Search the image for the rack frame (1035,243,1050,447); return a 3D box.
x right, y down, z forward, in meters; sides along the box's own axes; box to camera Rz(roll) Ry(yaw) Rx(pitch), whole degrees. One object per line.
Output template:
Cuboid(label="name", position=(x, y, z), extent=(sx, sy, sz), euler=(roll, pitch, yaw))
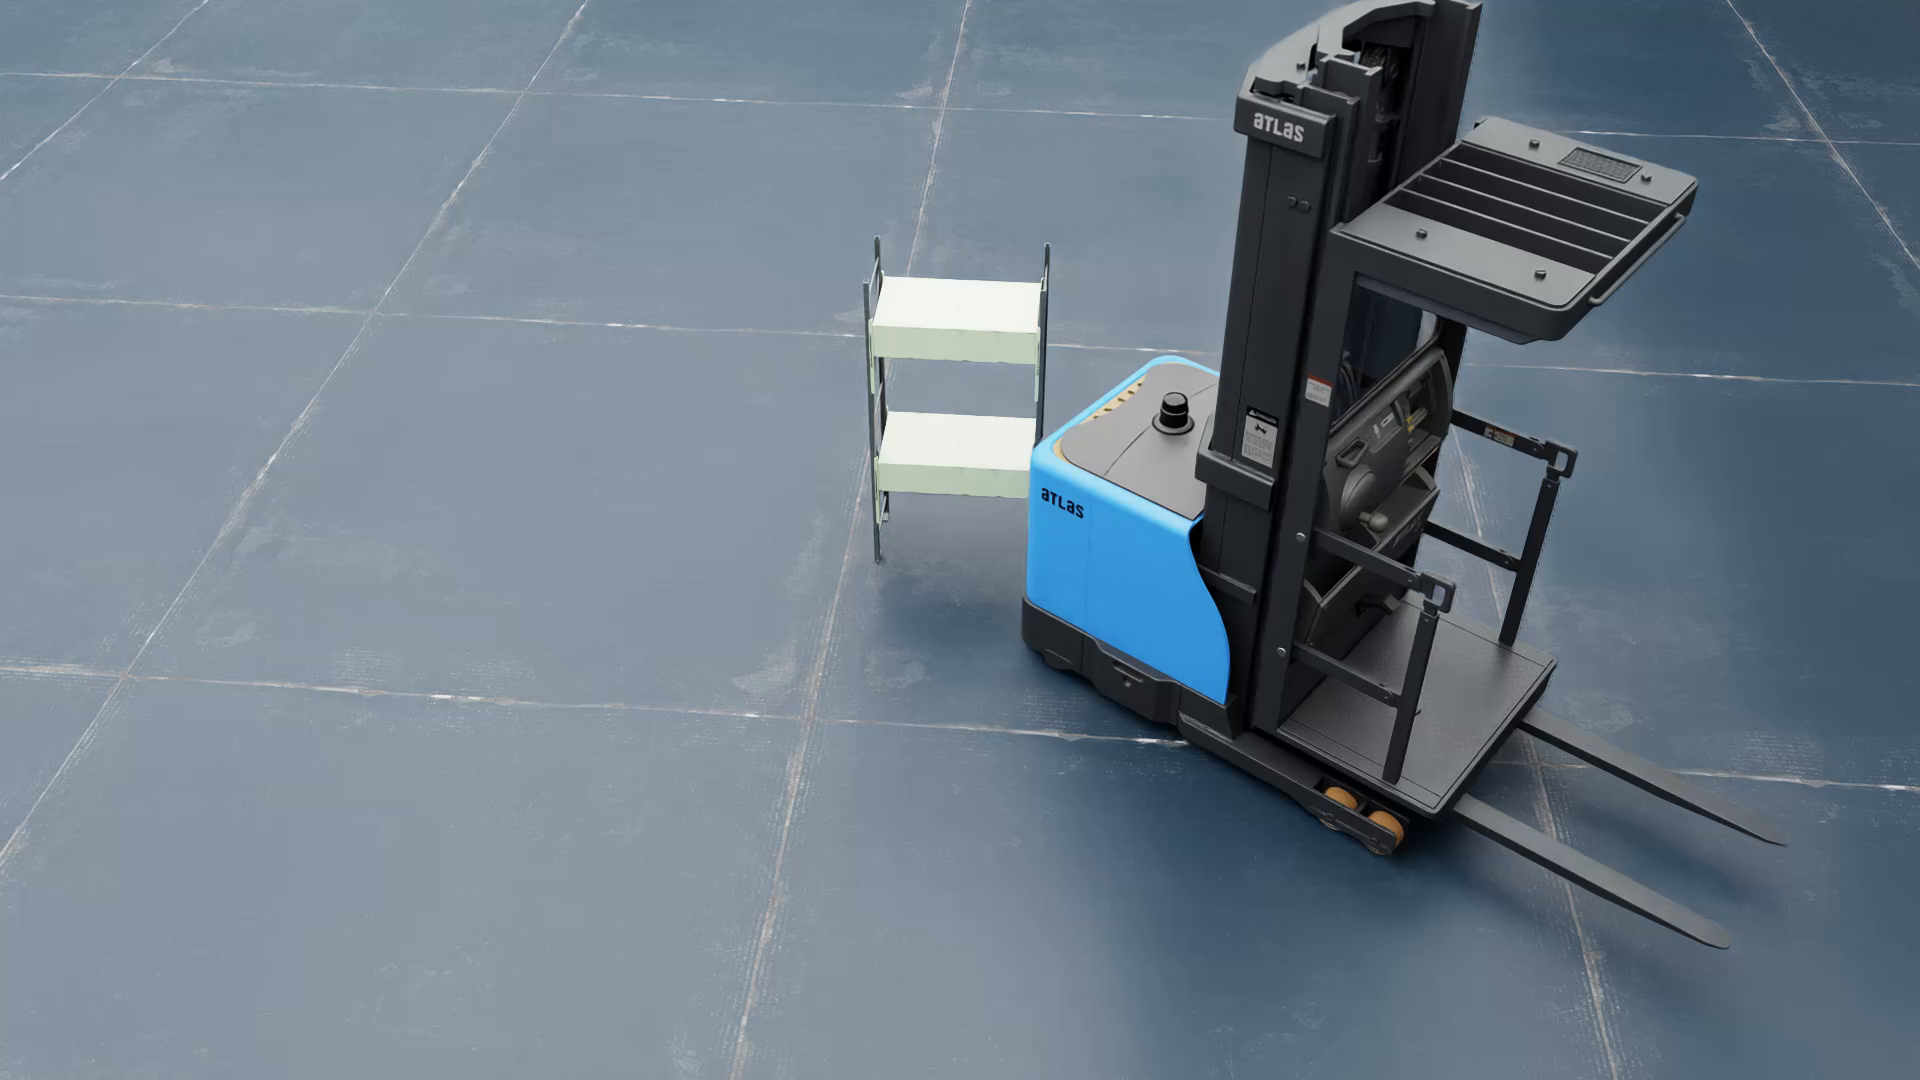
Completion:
Cuboid(label="rack frame", position=(0.358, -0.562, 7.423), extent=(0.023, 1.500, 0.400), euler=(3, 39, 4))

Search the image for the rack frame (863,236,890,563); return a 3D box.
Cuboid(label="rack frame", position=(-0.371, -0.602, 7.472), extent=(0.023, 1.500, 0.400), euler=(3, 39, 4))

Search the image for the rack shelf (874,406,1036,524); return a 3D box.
Cuboid(label="rack shelf", position=(-0.007, -0.329, 7.653), extent=(0.720, 0.370, 0.431), euler=(3, 39, 4))

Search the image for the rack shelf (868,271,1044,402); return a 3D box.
Cuboid(label="rack shelf", position=(-0.007, -0.885, 7.201), extent=(0.720, 0.370, 0.431), euler=(3, 39, 4))

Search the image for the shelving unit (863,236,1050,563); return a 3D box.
Cuboid(label="shelving unit", position=(-0.007, -0.582, 7.447), extent=(0.755, 1.500, 0.431), euler=(3, 39, 4))

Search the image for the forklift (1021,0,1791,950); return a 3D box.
Cuboid(label="forklift", position=(1.726, -0.304, 5.972), extent=(3.031, 2.935, 1.130), euler=(28, 47, 30))
